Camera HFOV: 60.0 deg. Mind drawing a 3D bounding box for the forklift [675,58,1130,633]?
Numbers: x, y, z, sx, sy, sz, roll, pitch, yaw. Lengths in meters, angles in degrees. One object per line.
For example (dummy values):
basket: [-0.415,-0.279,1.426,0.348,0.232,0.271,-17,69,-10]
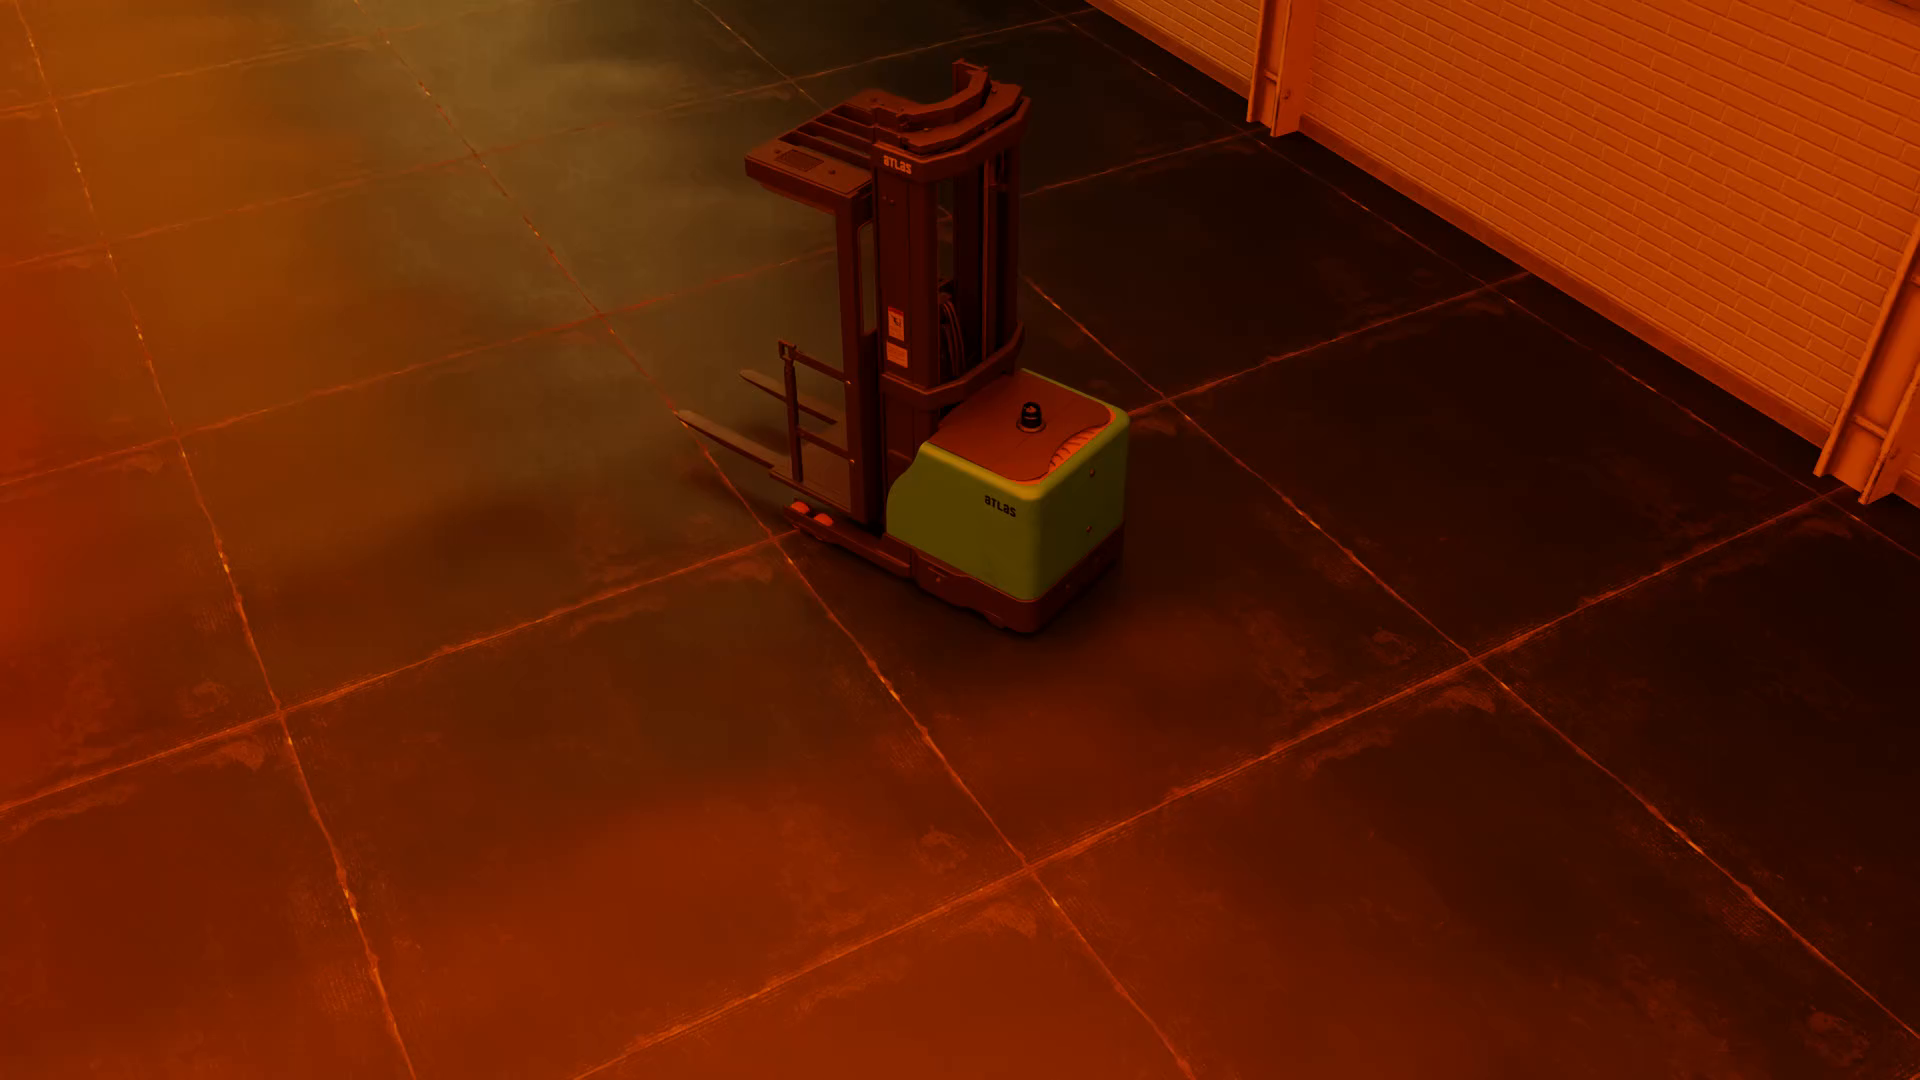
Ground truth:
forklift: [-0.481,-1.366,9.683,3.031,2.935,1.130,26,46,28]
